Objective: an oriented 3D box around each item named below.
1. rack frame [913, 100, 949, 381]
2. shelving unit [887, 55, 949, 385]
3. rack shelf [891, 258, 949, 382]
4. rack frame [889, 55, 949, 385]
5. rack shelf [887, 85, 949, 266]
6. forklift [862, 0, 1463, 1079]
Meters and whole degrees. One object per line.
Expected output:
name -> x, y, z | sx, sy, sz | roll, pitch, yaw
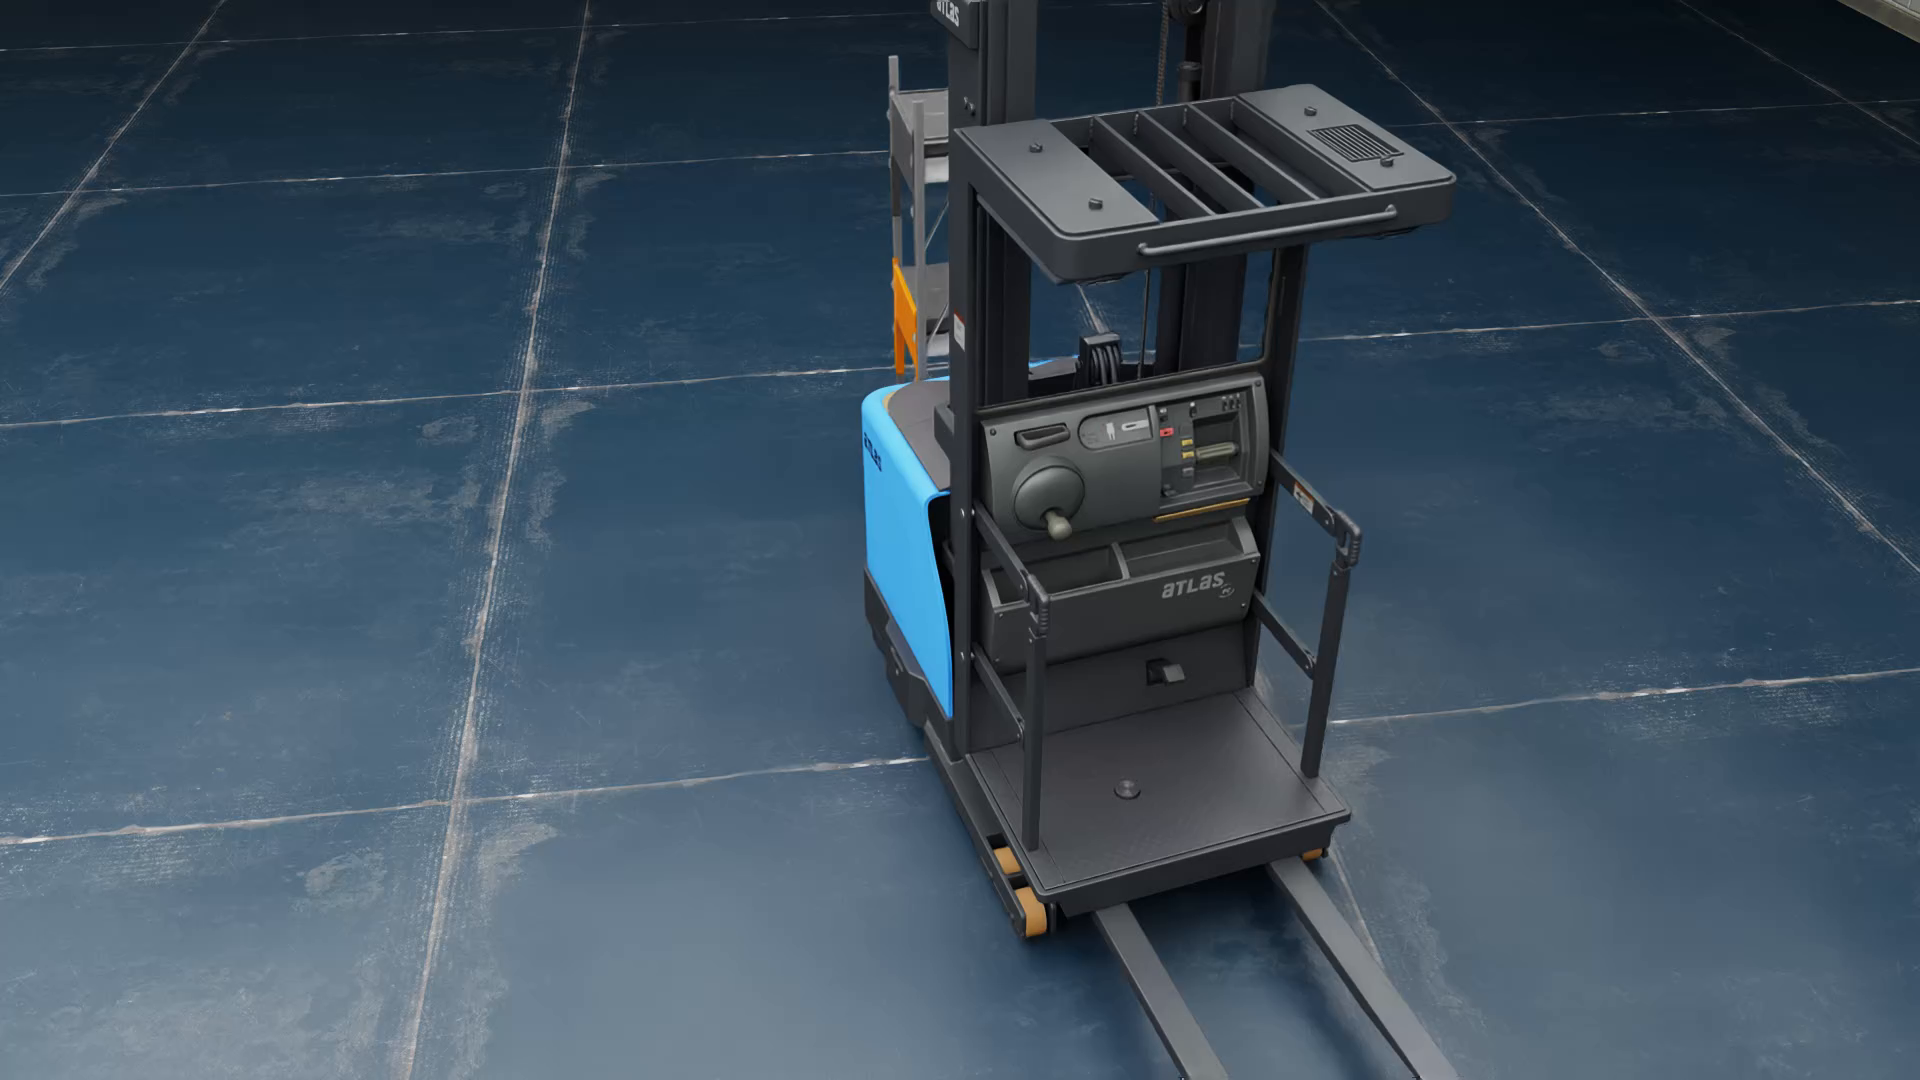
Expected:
rack frame -> 0.034, -0.671, 6.371 | 0.400, 2.100, 0.015 | -7, 35, -10
shelving unit -> -0.016, -0.806, 6.568 | 0.431, 2.100, 0.503 | -7, 35, -10
rack shelf -> -0.016, -0.795, 6.576 | 0.431, 0.518, 0.480 | -7, 35, -10
rack frame -> -0.067, -0.940, 6.765 | 0.400, 2.100, 0.015 | -7, 35, -10
rack shelf -> -0.016, -1.373, 6.182 | 0.431, 0.518, 0.480 | -7, 35, -10
forklift -> 0.594, -0.191, 4.928 | 1.130, 2.935, 3.031 | -11, 36, -16
